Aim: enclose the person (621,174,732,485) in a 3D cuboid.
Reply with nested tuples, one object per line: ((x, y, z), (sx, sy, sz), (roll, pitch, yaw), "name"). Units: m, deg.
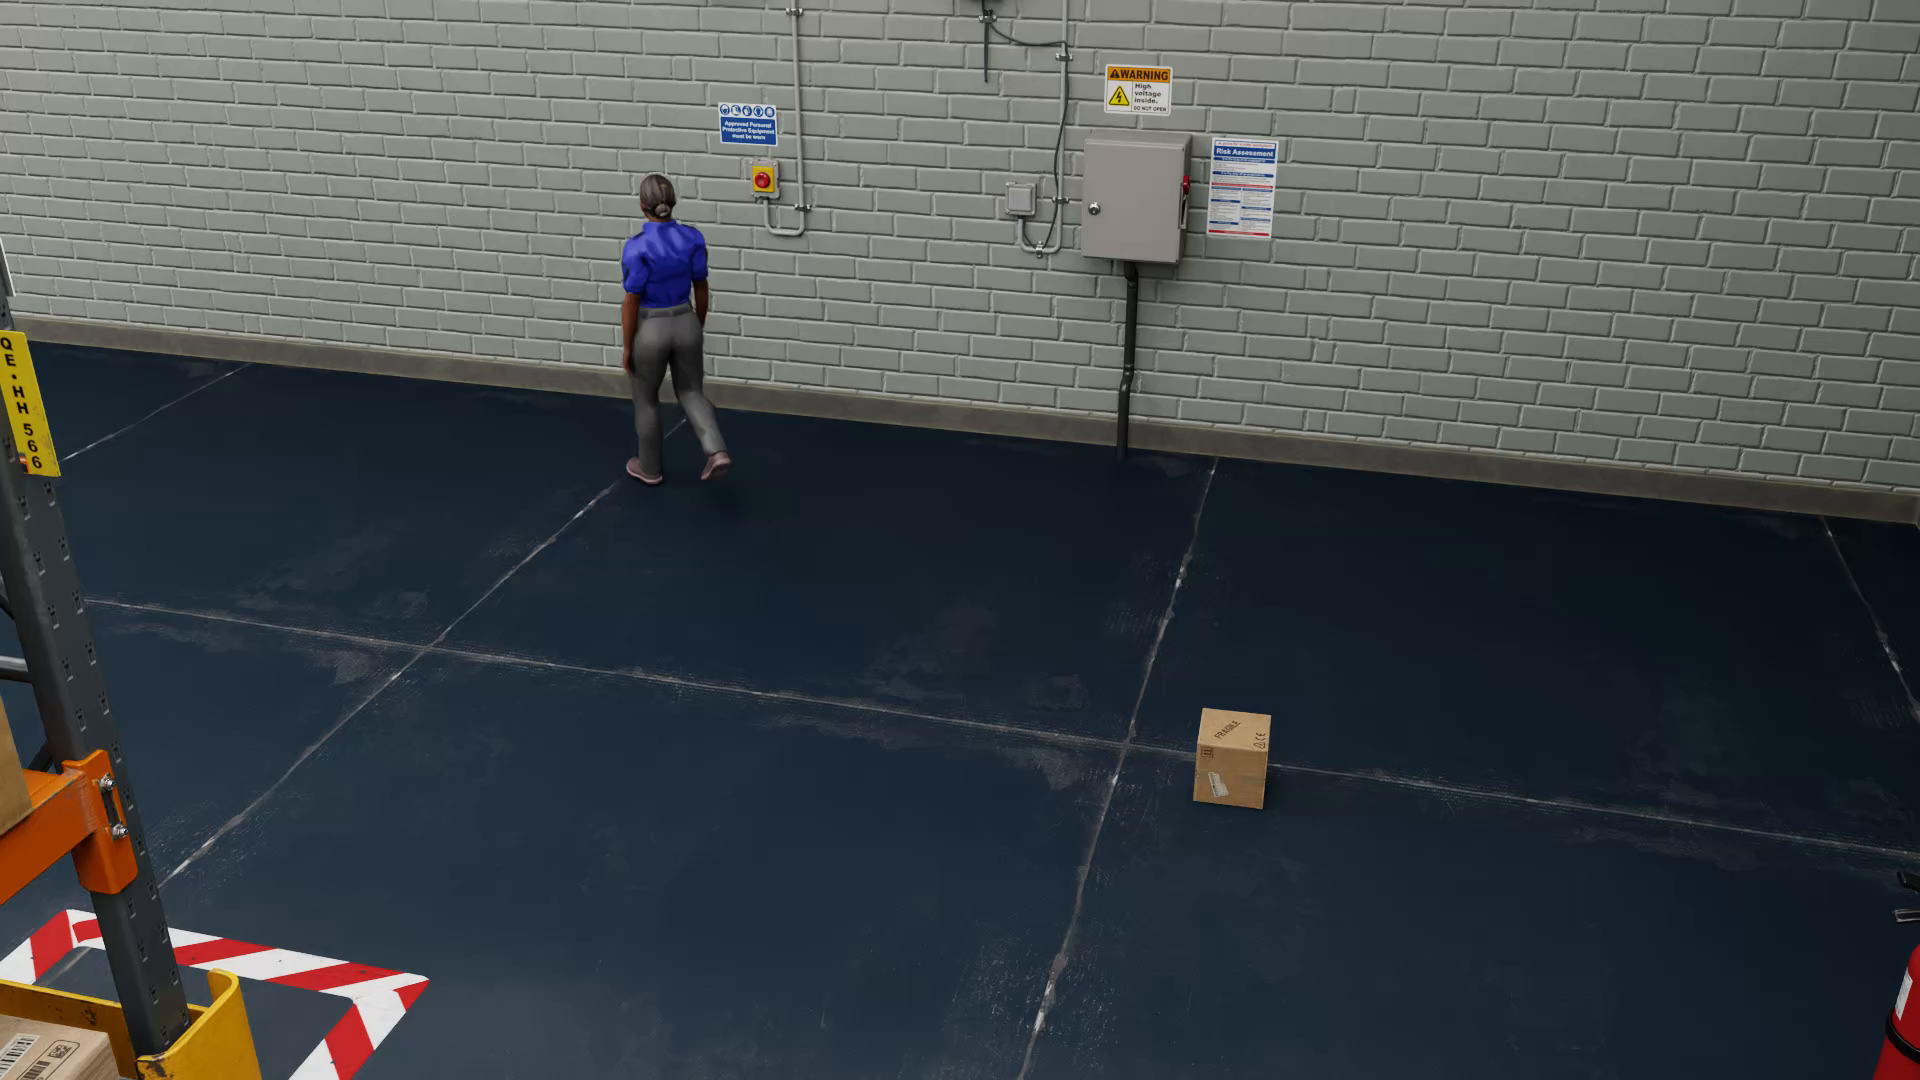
((-1.463, -1.015, 8.230), (0.461, 1.632, 0.732), (-16, 30, -30), "person")
